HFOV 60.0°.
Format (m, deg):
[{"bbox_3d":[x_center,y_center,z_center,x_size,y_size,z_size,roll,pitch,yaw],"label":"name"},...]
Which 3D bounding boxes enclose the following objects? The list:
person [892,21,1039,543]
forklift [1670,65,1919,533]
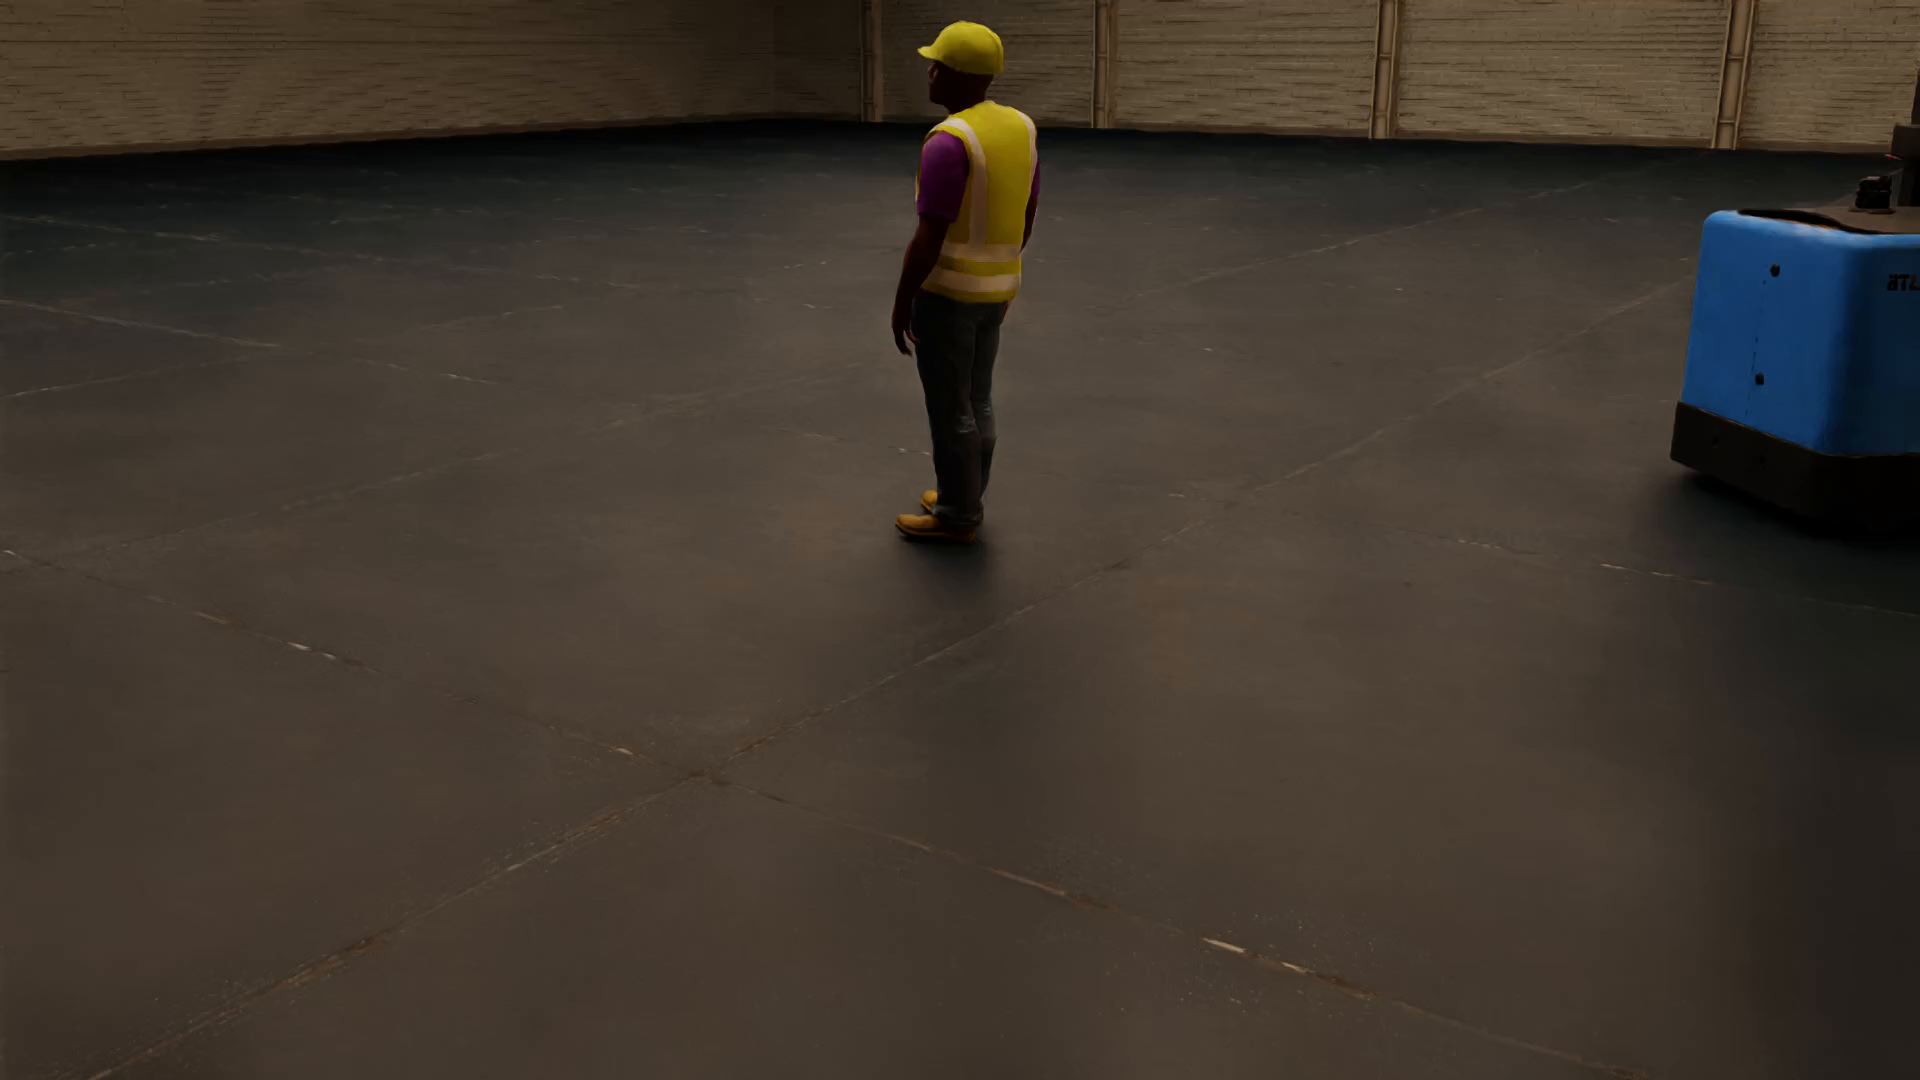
[{"bbox_3d":[-0.054,-0.865,5.736,0.576,1.766,0.665,11,20,33],"label":"person"},{"bbox_3d":[4.472,-1.603,6.195,3.031,2.935,1.130,-2,17,-8],"label":"forklift"}]
